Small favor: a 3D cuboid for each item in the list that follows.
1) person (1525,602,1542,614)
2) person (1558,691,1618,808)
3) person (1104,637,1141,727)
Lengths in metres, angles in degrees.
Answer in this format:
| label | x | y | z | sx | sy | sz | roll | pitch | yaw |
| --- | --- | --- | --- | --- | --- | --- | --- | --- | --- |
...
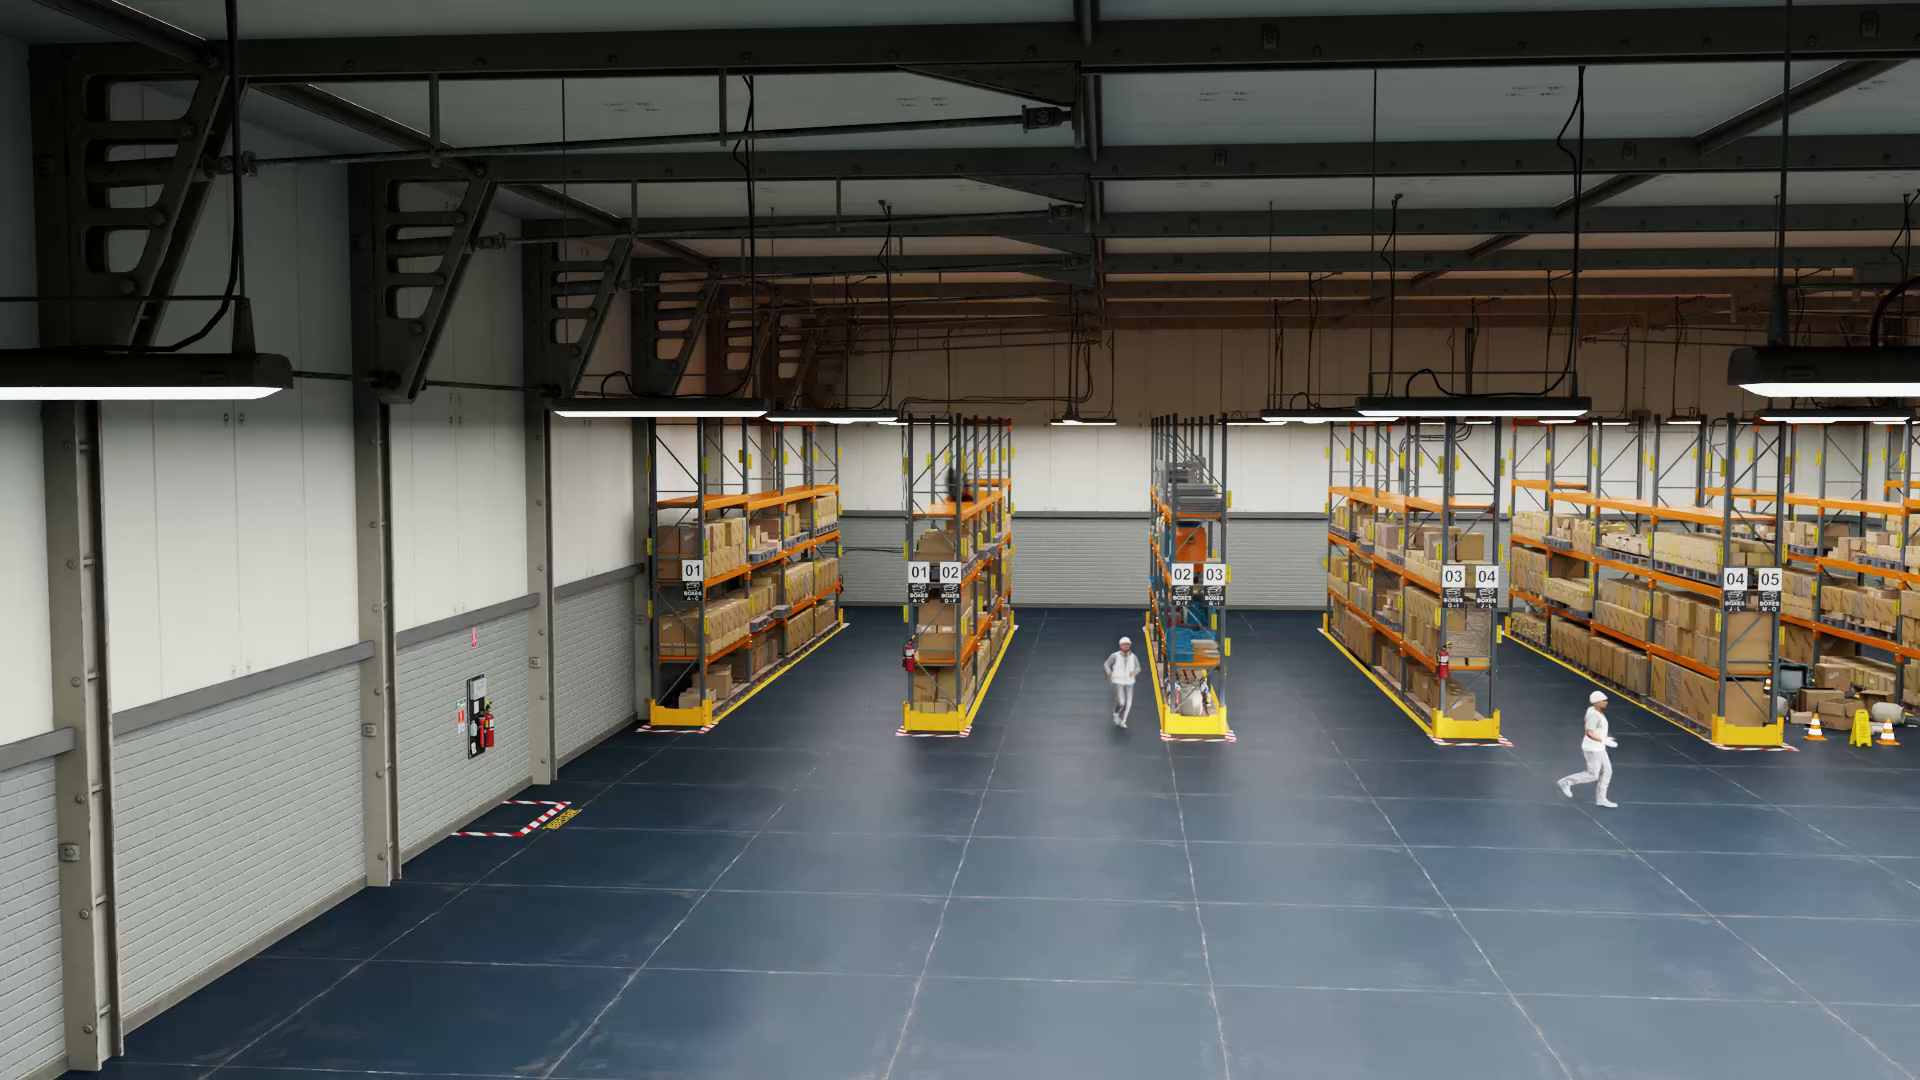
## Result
| label | x | y | z | sx | sy | sz | roll | pitch | yaw |
| --- | --- | --- | --- | --- | --- | --- | --- | --- | --- |
| person | 16.290 | 1.658 | 47.223 | 1.010 | 1.752 | 0.707 | 0 | 4 | 7 |
| person | 9.522 | 3.152 | 25.170 | 0.857 | 1.753 | 0.671 | 2 | 4 | 26 |
| person | 3.124 | 2.719 | 31.659 | 0.660 | 1.729 | 0.599 | -1 | 4 | -11 |
